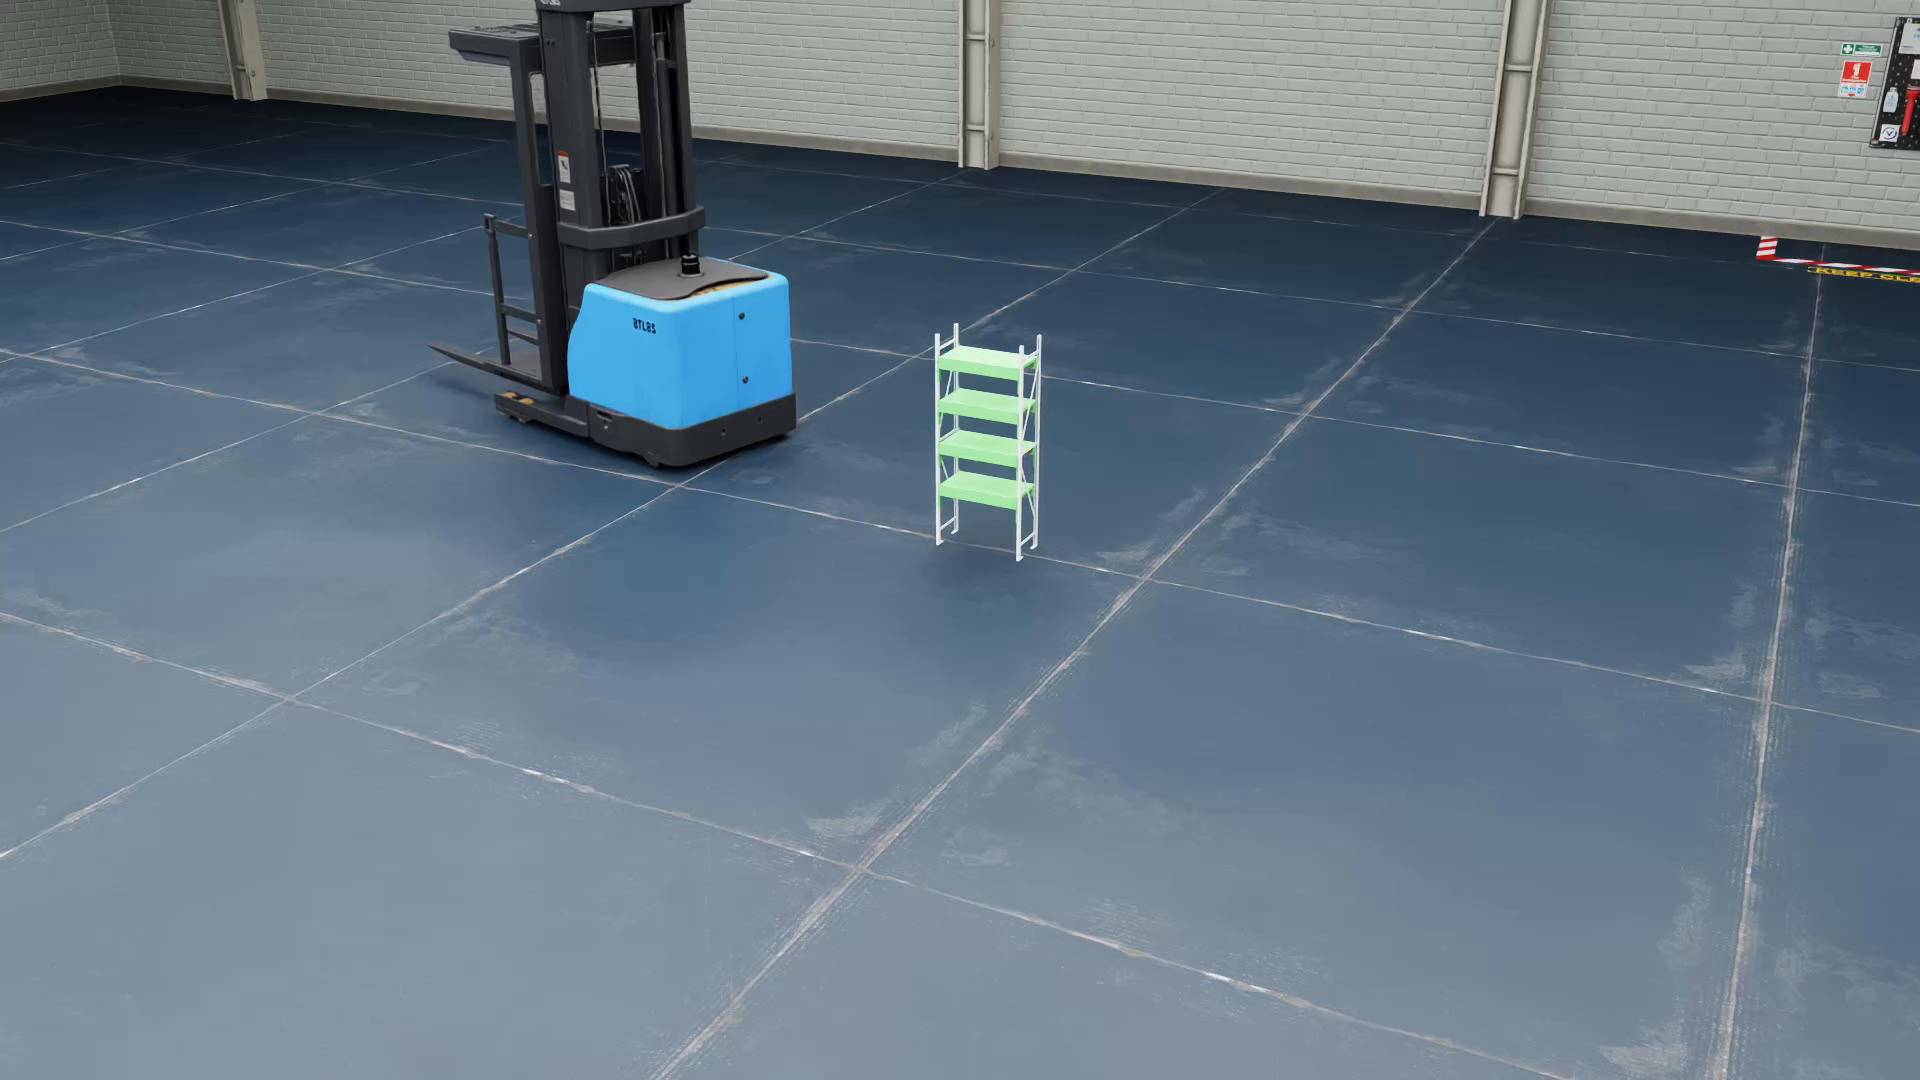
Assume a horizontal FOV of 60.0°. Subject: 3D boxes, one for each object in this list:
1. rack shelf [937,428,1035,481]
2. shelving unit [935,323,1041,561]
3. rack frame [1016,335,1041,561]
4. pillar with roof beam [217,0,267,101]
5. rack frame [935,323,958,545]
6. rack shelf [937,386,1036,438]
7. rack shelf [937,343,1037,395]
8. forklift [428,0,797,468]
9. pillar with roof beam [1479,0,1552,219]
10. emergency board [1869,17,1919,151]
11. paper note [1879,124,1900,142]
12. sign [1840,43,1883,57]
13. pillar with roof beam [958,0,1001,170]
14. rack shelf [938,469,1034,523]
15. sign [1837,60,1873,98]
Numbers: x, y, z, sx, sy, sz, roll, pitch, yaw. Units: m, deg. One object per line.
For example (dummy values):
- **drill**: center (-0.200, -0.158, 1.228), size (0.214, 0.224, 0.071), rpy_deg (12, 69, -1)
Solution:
- **rack shelf**: center (0.148, -0.464, 8.971), size (0.480, 0.148, 0.258), rpy_deg (11, 25, 25)
- **shelving unit**: center (0.148, -0.523, 8.946), size (0.503, 1.200, 0.258), rpy_deg (11, 25, 25)
- **rack frame**: center (0.365, -0.480, 8.845), size (0.015, 1.200, 0.240), rpy_deg (11, 25, 25)
- **pillar with roof beam**: center (-12.427, -9.169, 19.312), size (0.400, 9.000, 9.100), rpy_deg (11, 25, 25)
- **rack frame**: center (-0.070, -0.566, 9.048), size (0.015, 1.200, 0.240), rpy_deg (11, 25, 25)
- **rack shelf**: center (0.148, -0.685, 8.878), size (0.480, 0.148, 0.258), rpy_deg (11, 25, 25)
- **rack shelf**: center (0.148, -0.906, 8.784), size (0.480, 0.148, 0.258), rpy_deg (11, 25, 25)
- **forklift**: center (-2.495, -2.261, 10.821), size (3.031, 2.935, 1.130), rpy_deg (19, 30, 38)
- **pillar with roof beam**: center (3.636, -5.991, 11.838), size (0.400, 9.000, 9.100), rpy_deg (11, 25, 25)
- **emergency board**: center (8.745, -4.124, 15.113), size (0.643, 1.169, 0.194), rpy_deg (11, 25, 25)
- **paper note**: center (8.618, -3.774, 15.416), size (0.142, 0.148, 0.016), rpy_deg (11, 25, 25)
- **sign**: center (8.298, -4.514, 15.308), size (0.331, 0.109, 0.001), rpy_deg (11, 25, 25)
- **pillar with roof beam**: center (-1.718, -7.050, 14.329), size (0.400, 9.000, 9.100), rpy_deg (11, 25, 25)
- **rack shelf**: center (0.148, -0.243, 9.065), size (0.480, 0.148, 0.258), rpy_deg (11, 25, 25)
- **sign**: center (8.298, -4.274, 15.421), size (0.234, 0.329, 0.001), rpy_deg (11, 25, 25)
